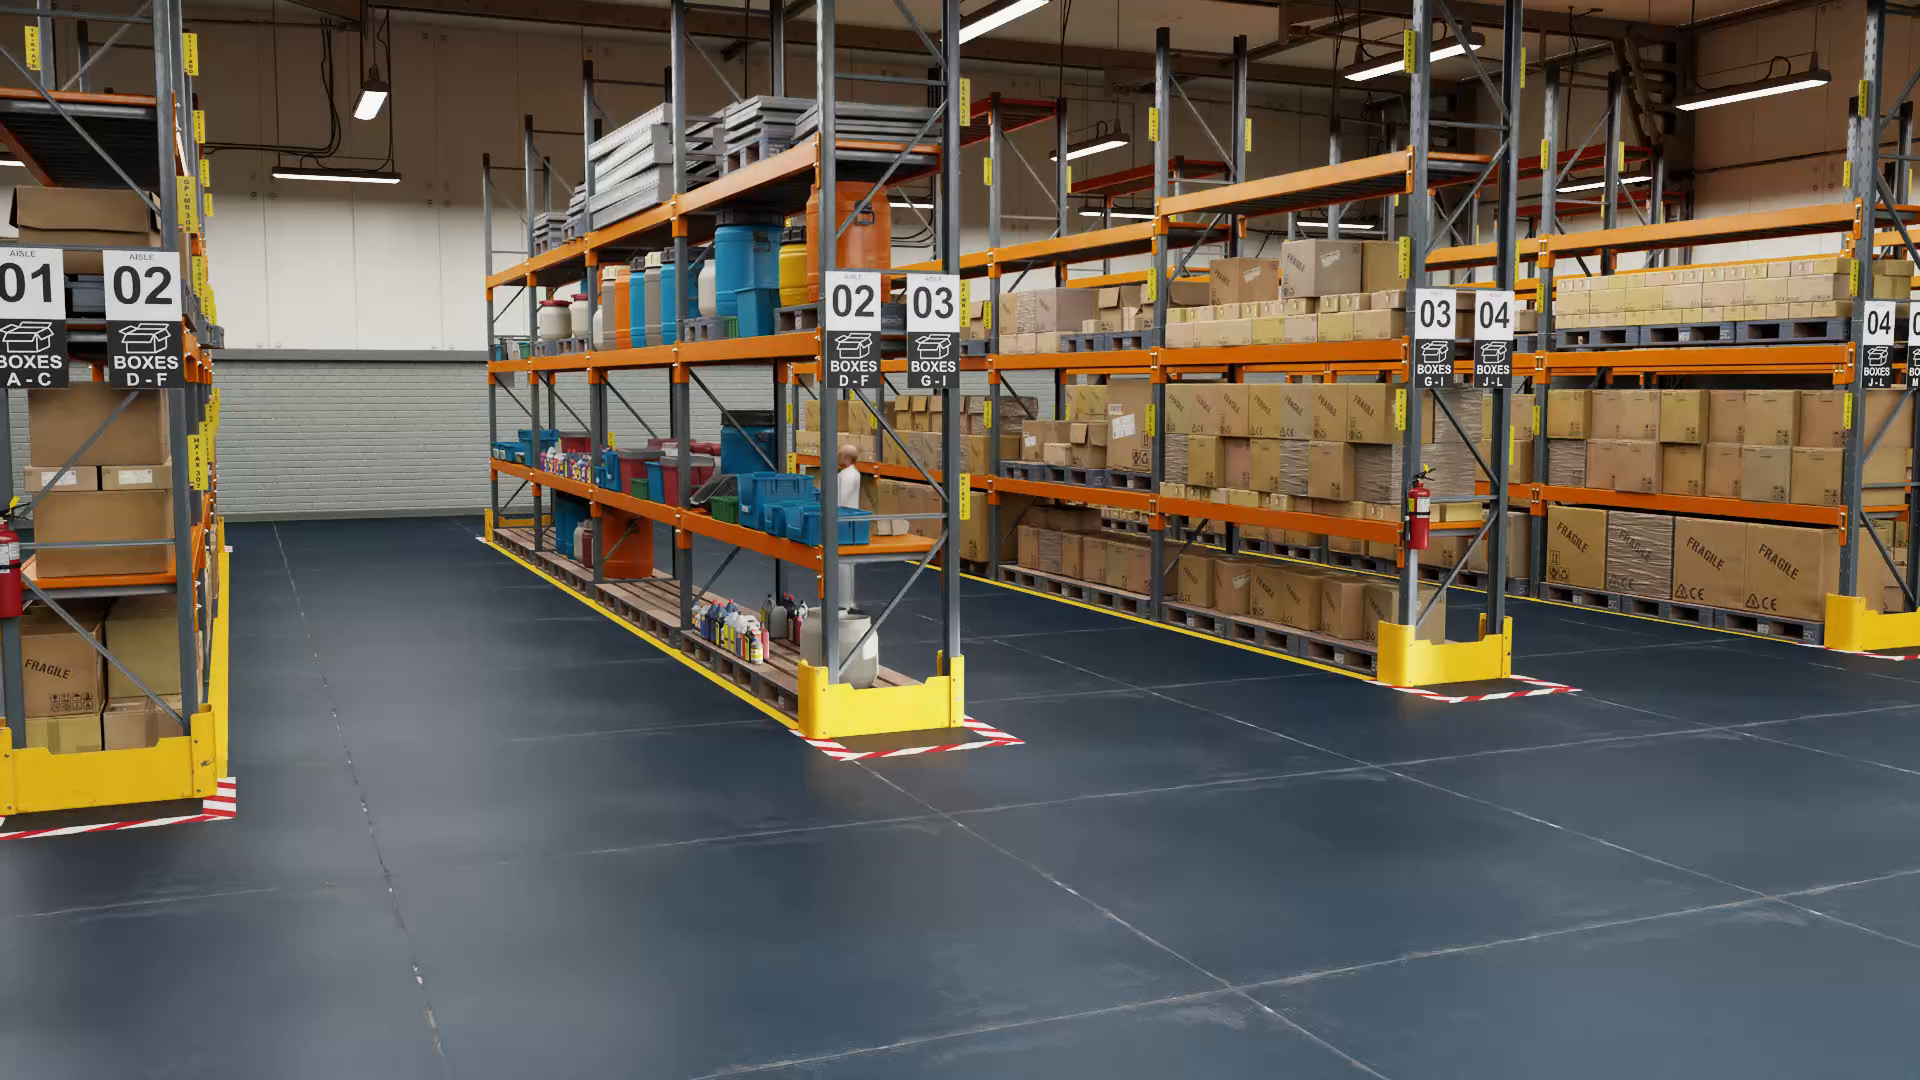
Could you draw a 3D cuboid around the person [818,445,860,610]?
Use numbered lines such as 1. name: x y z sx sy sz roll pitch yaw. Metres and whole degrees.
1. person: -1.311 -0.137 17.980 0.451 1.790 0.621 0 5 2
